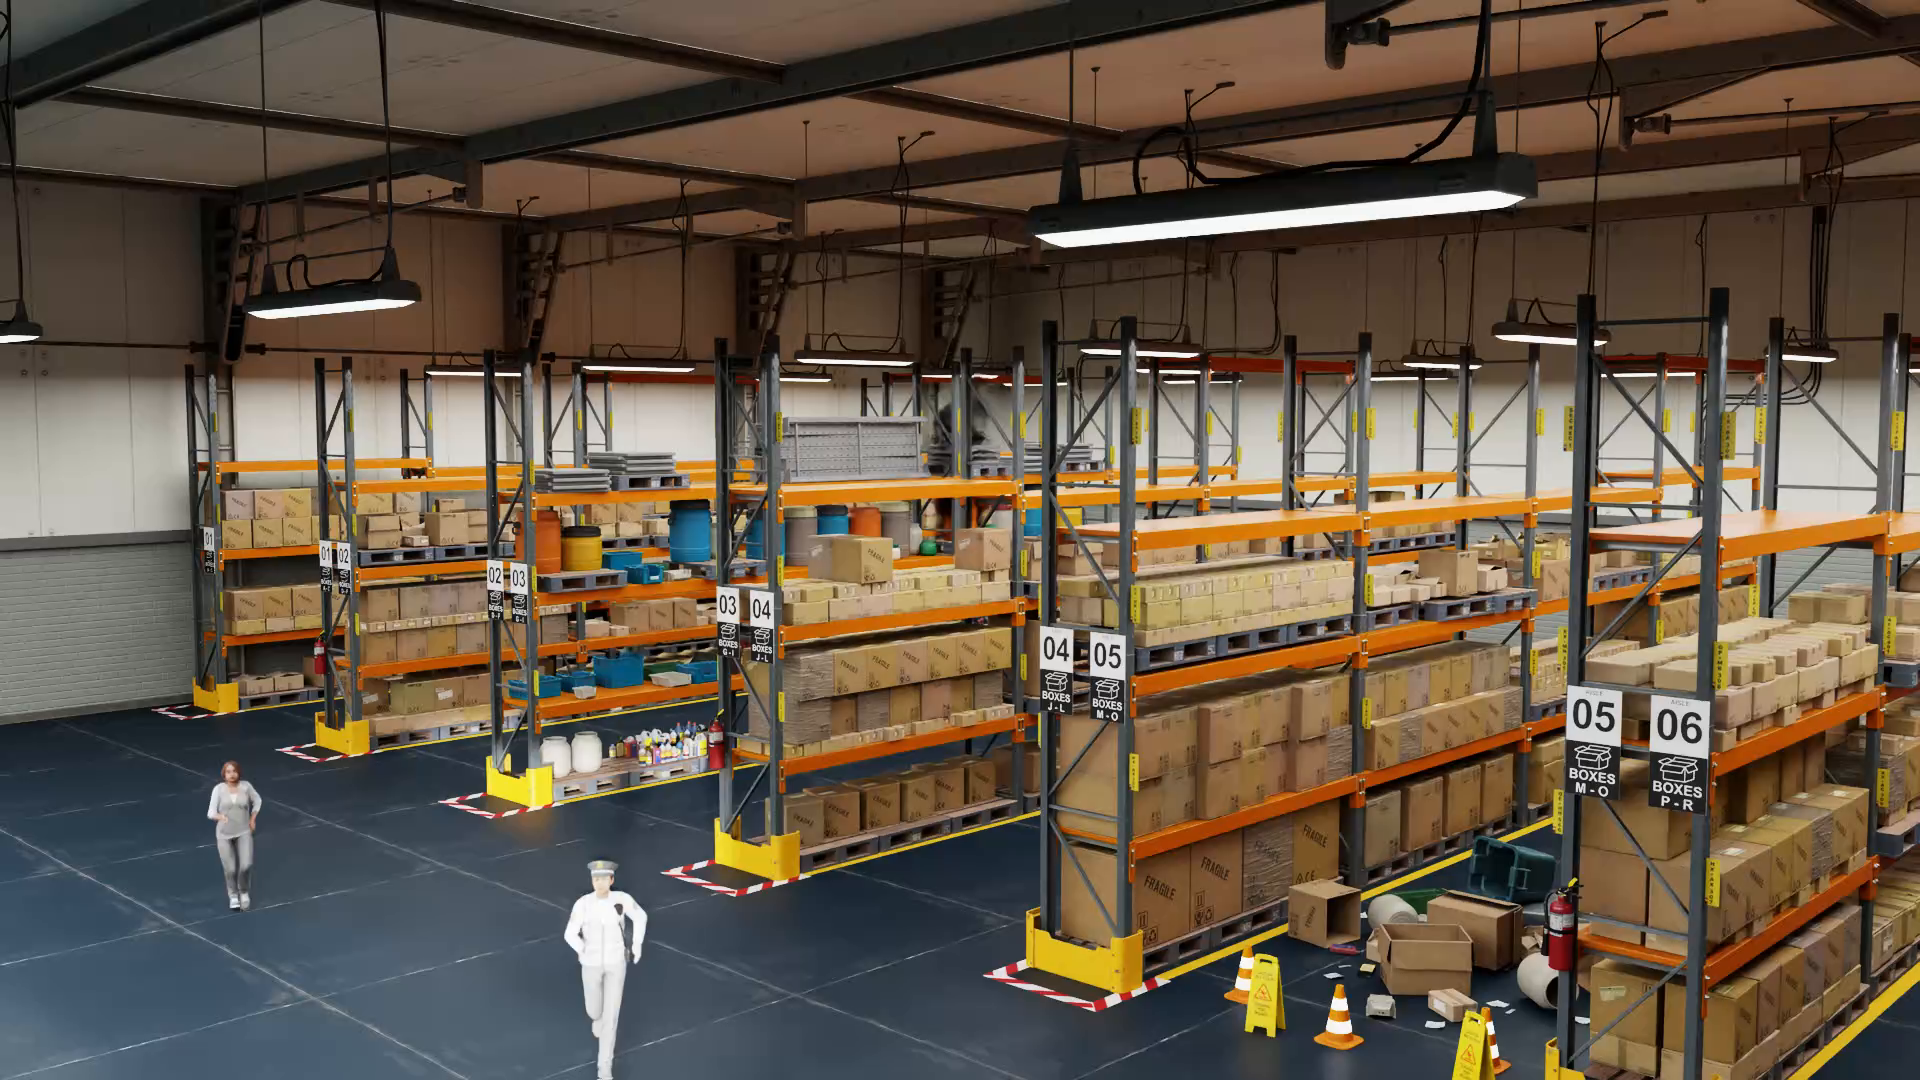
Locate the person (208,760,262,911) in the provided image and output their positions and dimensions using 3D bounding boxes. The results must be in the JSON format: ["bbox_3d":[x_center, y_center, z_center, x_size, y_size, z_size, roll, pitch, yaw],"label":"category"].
[{"bbox_3d":[-7.455,3.064,17.120,0.517,1.564,0.596,-2,5,-24],"label":"person"}]

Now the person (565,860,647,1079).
[{"bbox_3d":[-2.782,3.326,13.075,0.630,1.661,0.938,-1,4,-8],"label":"person"}]

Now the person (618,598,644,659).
[{"bbox_3d":[-6.223,1.924,31.472,0.573,1.653,0.556,4,6,41],"label":"person"}]
